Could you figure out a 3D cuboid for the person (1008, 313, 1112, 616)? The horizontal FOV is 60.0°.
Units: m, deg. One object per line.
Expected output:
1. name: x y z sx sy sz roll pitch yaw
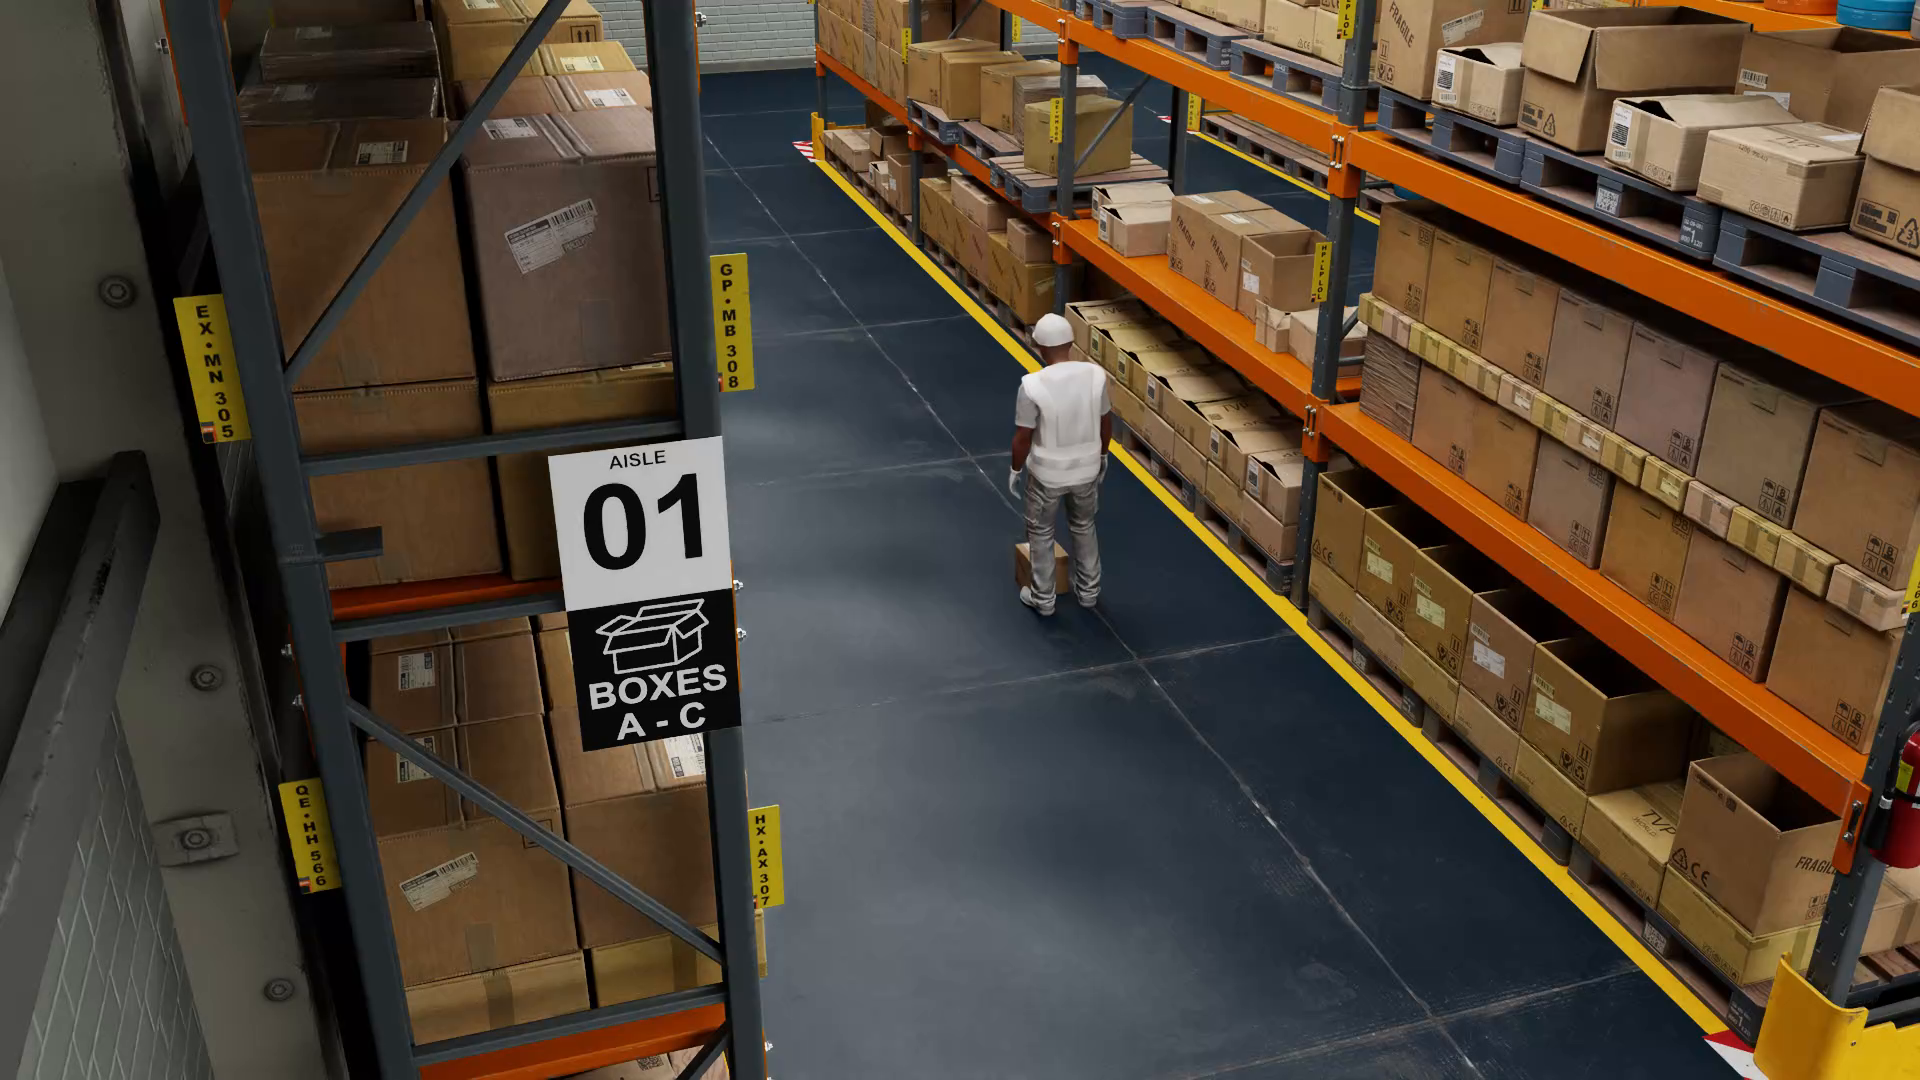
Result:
1. person: 0.566 -0.415 9.450 0.622 1.773 0.450 -10 28 -19
